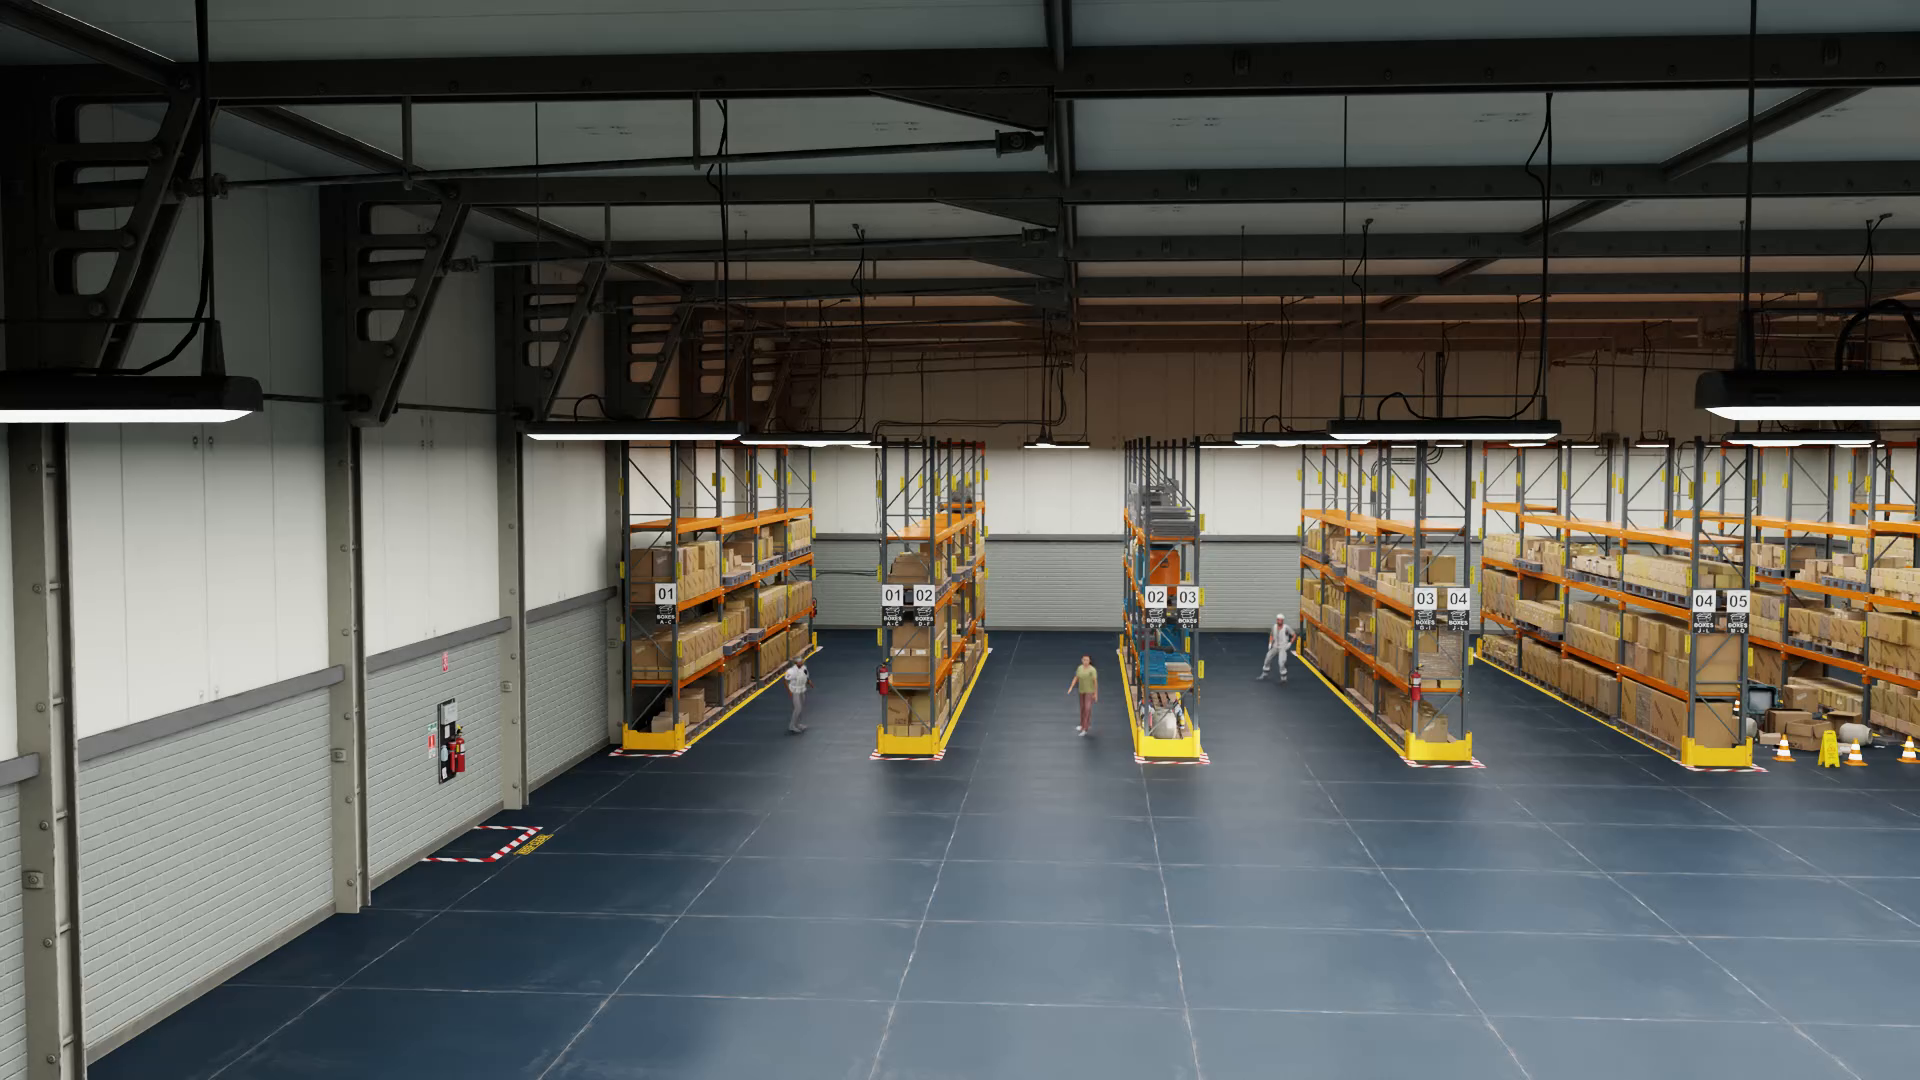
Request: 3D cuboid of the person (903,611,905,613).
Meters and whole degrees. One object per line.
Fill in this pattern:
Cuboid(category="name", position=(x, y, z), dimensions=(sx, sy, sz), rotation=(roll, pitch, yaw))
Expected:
Cuboid(category="person", position=(-1.594, 2.416, 46.247), dimensions=(0.692, 1.676, 0.798), rotation=(0, 3, -5))

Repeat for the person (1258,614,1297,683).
Cuboid(category="person", position=(7.830, 2.675, 41.185), dimensions=(0.968, 1.711, 0.454), rotation=(3, 4, 44))

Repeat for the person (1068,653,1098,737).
Cuboid(category="person", position=(2.498, 3.099, 33.653), dimensions=(0.620, 1.660, 0.762), rotation=(3, 4, 41))

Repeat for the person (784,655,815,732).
Cuboid(category="person", position=(-3.283, 3.124, 34.011), dimensions=(0.773, 1.620, 0.634), rotation=(2, 4, 37))
